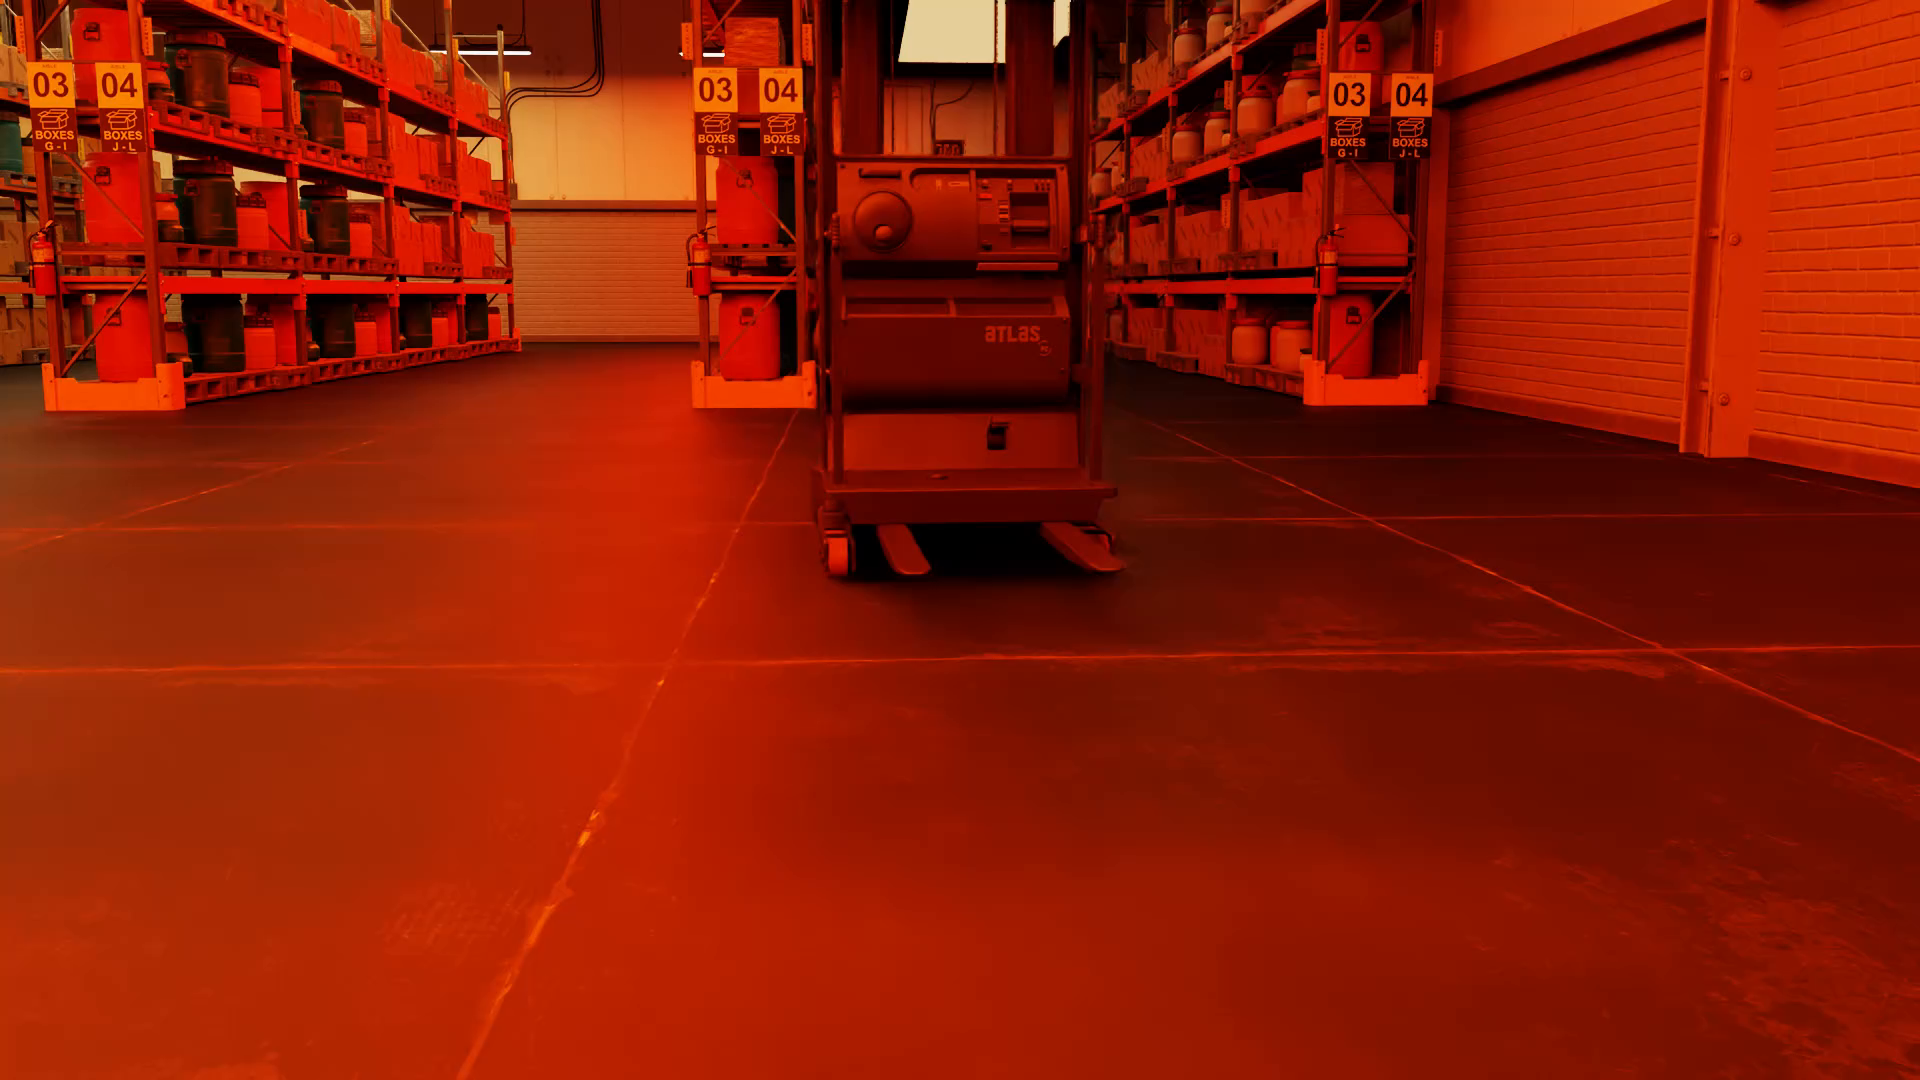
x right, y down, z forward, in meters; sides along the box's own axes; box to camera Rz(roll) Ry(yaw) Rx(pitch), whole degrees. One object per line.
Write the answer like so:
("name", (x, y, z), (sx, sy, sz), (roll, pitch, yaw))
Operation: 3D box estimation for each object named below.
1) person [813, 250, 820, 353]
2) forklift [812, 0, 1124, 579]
("person", (-0.634, -1.139, 9.358), (0.349, 1.653, 0.520), (-3, 9, -20))
("forklift", (0.001, -1.352, 6.433), (1.130, 2.935, 3.031), (-1, 8, -6))
